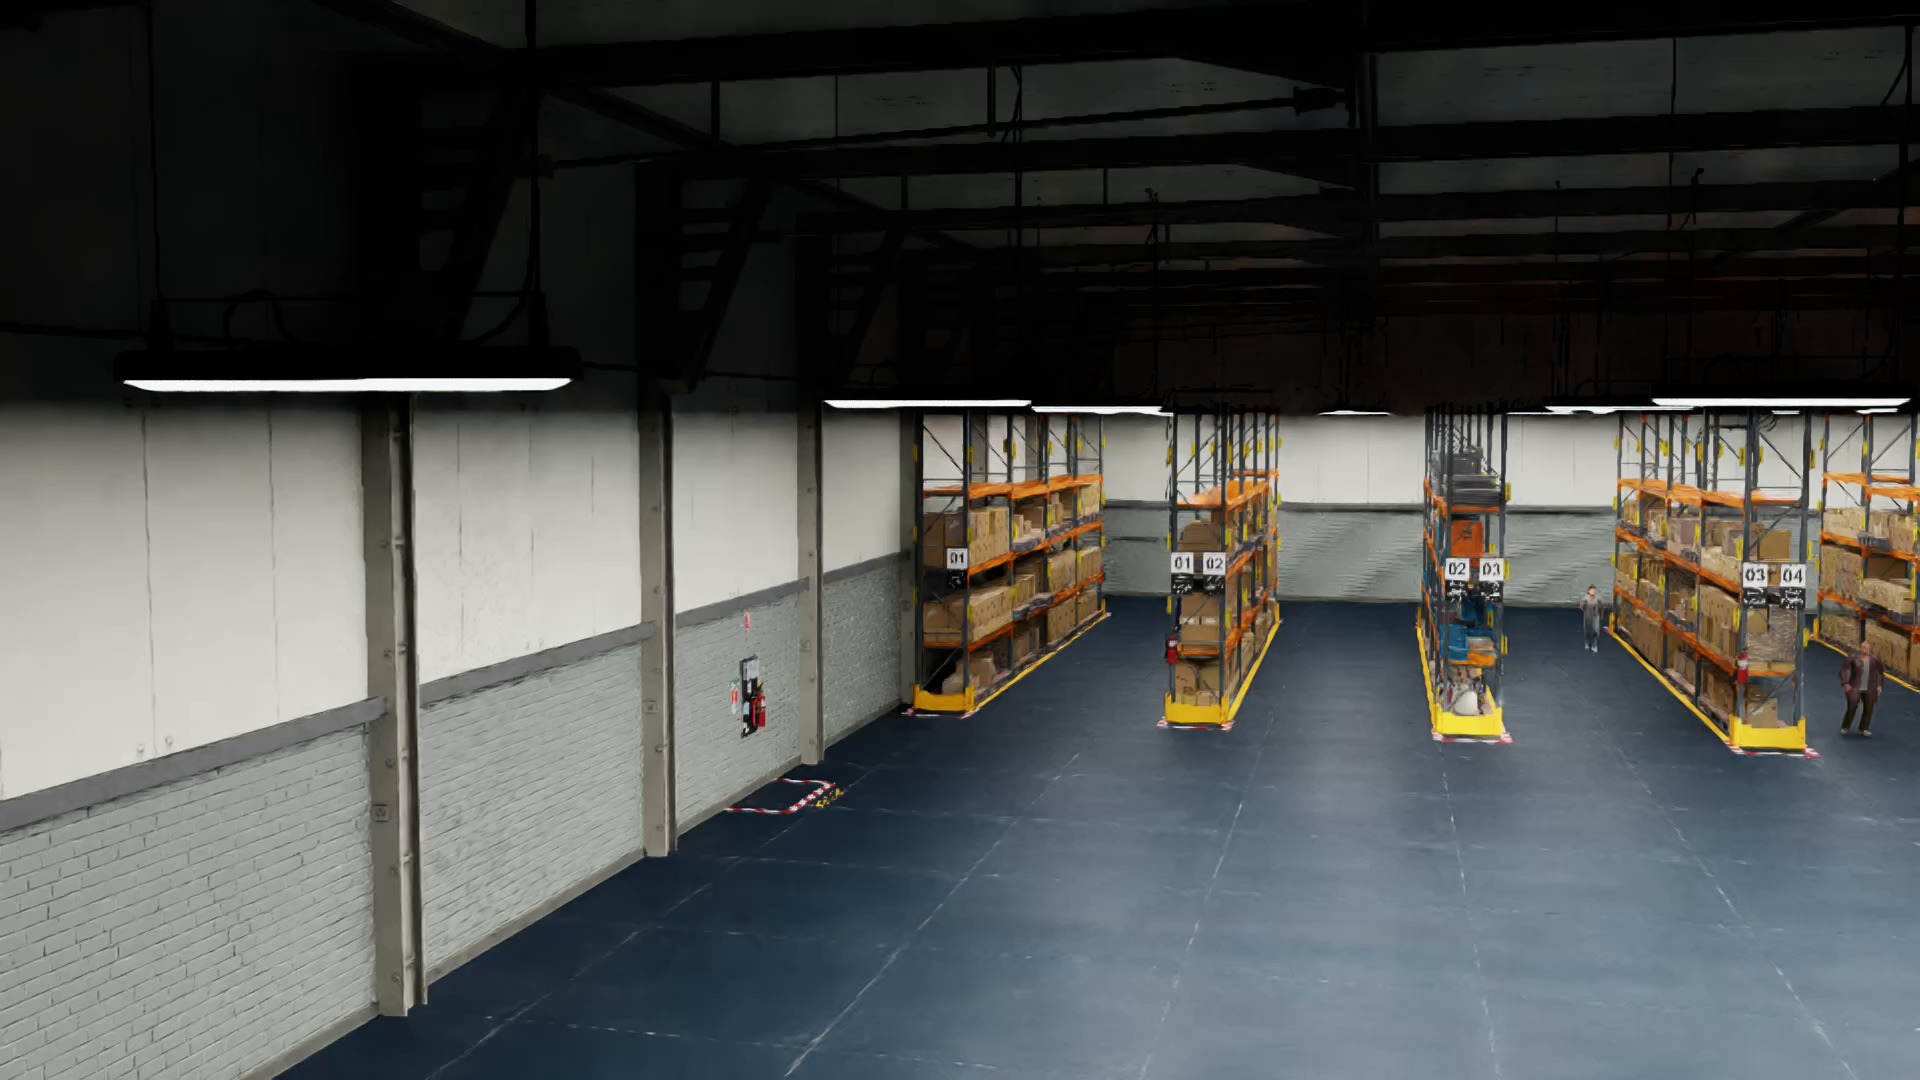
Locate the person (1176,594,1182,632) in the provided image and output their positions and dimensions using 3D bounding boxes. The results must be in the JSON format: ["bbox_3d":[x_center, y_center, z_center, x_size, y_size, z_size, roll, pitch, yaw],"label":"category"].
[{"bbox_3d":[5.963,1.676,44.130,0.625,1.596,0.510,1,4,12],"label":"person"}]

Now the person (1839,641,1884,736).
[{"bbox_3d":[16.181,2.656,29.873,0.729,1.733,0.546,1,4,13],"label":"person"}]

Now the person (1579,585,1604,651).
[{"bbox_3d":[15.535,1.900,40.907,0.589,1.601,0.820,2,4,20],"label":"person"}]
